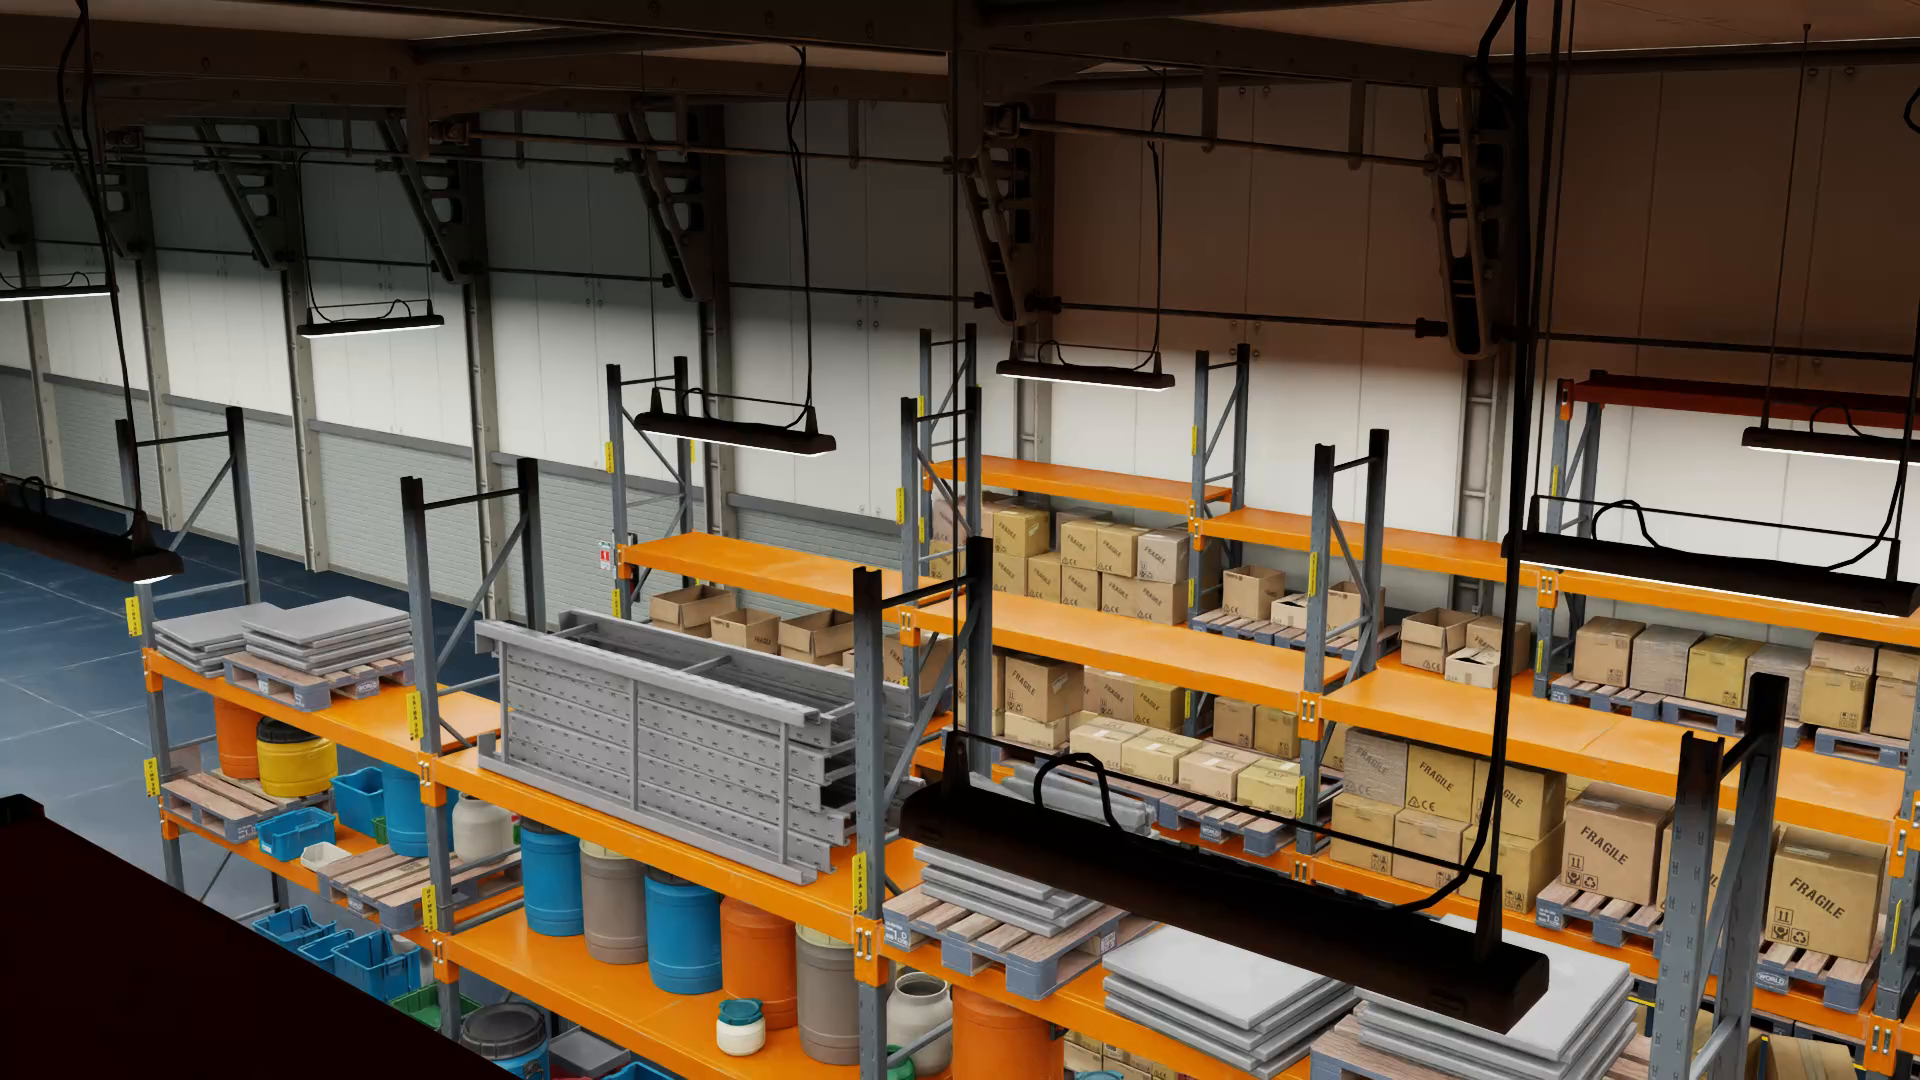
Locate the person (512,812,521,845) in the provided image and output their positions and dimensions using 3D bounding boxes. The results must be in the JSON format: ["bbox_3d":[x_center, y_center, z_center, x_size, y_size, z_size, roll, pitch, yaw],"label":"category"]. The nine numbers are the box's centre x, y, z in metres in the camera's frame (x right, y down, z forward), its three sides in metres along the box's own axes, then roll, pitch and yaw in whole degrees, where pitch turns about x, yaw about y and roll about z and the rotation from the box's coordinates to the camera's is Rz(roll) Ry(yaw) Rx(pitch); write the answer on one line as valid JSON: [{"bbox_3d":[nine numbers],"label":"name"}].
[{"bbox_3d":[-5.033,3.115,18.504,0.528,1.747,1.075,12,17,42],"label":"person"}]

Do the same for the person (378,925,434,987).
[{"bbox_3d":[-5.206,3.740,15.766,0.578,1.761,0.673,-9,15,-34],"label":"person"}]
